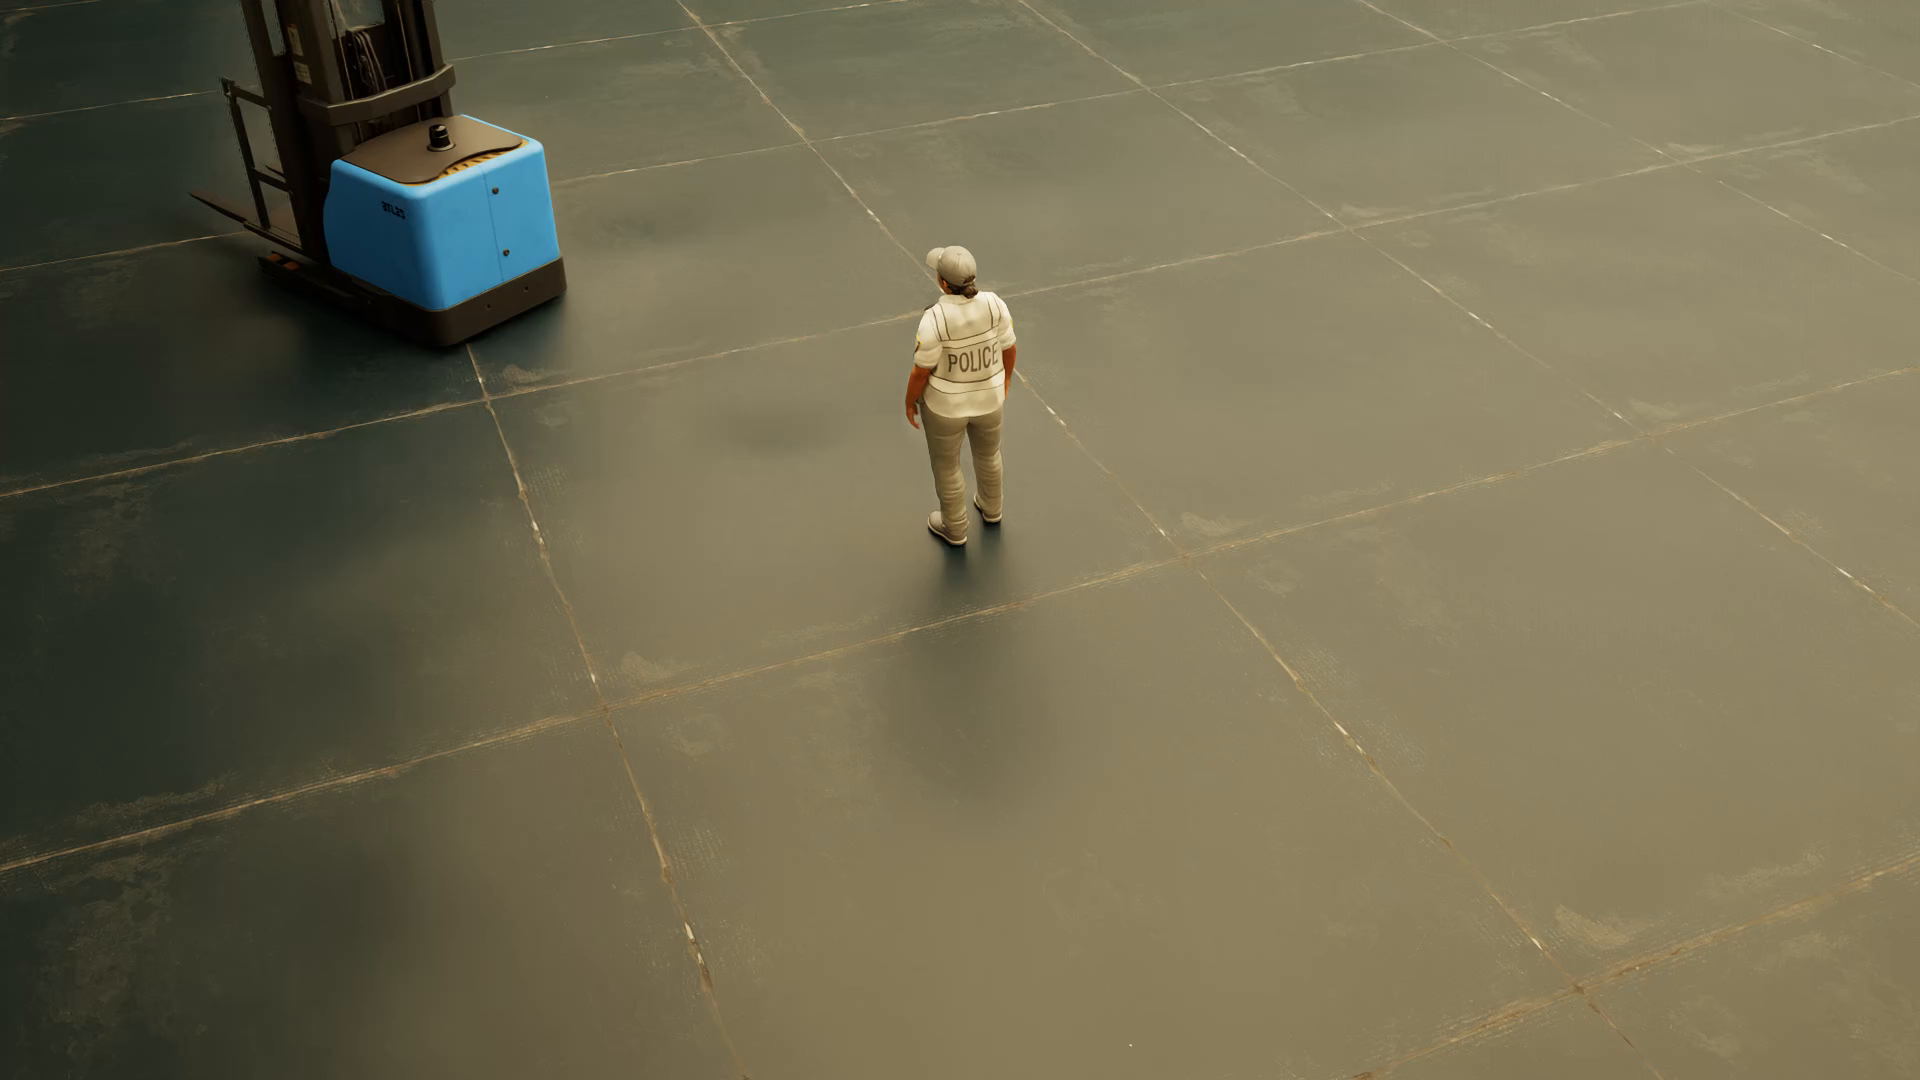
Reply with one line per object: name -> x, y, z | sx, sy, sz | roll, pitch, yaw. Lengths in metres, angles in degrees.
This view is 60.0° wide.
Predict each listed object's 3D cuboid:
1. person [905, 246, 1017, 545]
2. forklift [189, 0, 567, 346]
person -> -0.009, -0.732, 8.205 | 0.598, 1.670, 0.529 | -14, 38, -19
forklift -> -4.024, -3.074, 10.422 | 3.031, 2.935, 1.130 | 24, 42, 30
